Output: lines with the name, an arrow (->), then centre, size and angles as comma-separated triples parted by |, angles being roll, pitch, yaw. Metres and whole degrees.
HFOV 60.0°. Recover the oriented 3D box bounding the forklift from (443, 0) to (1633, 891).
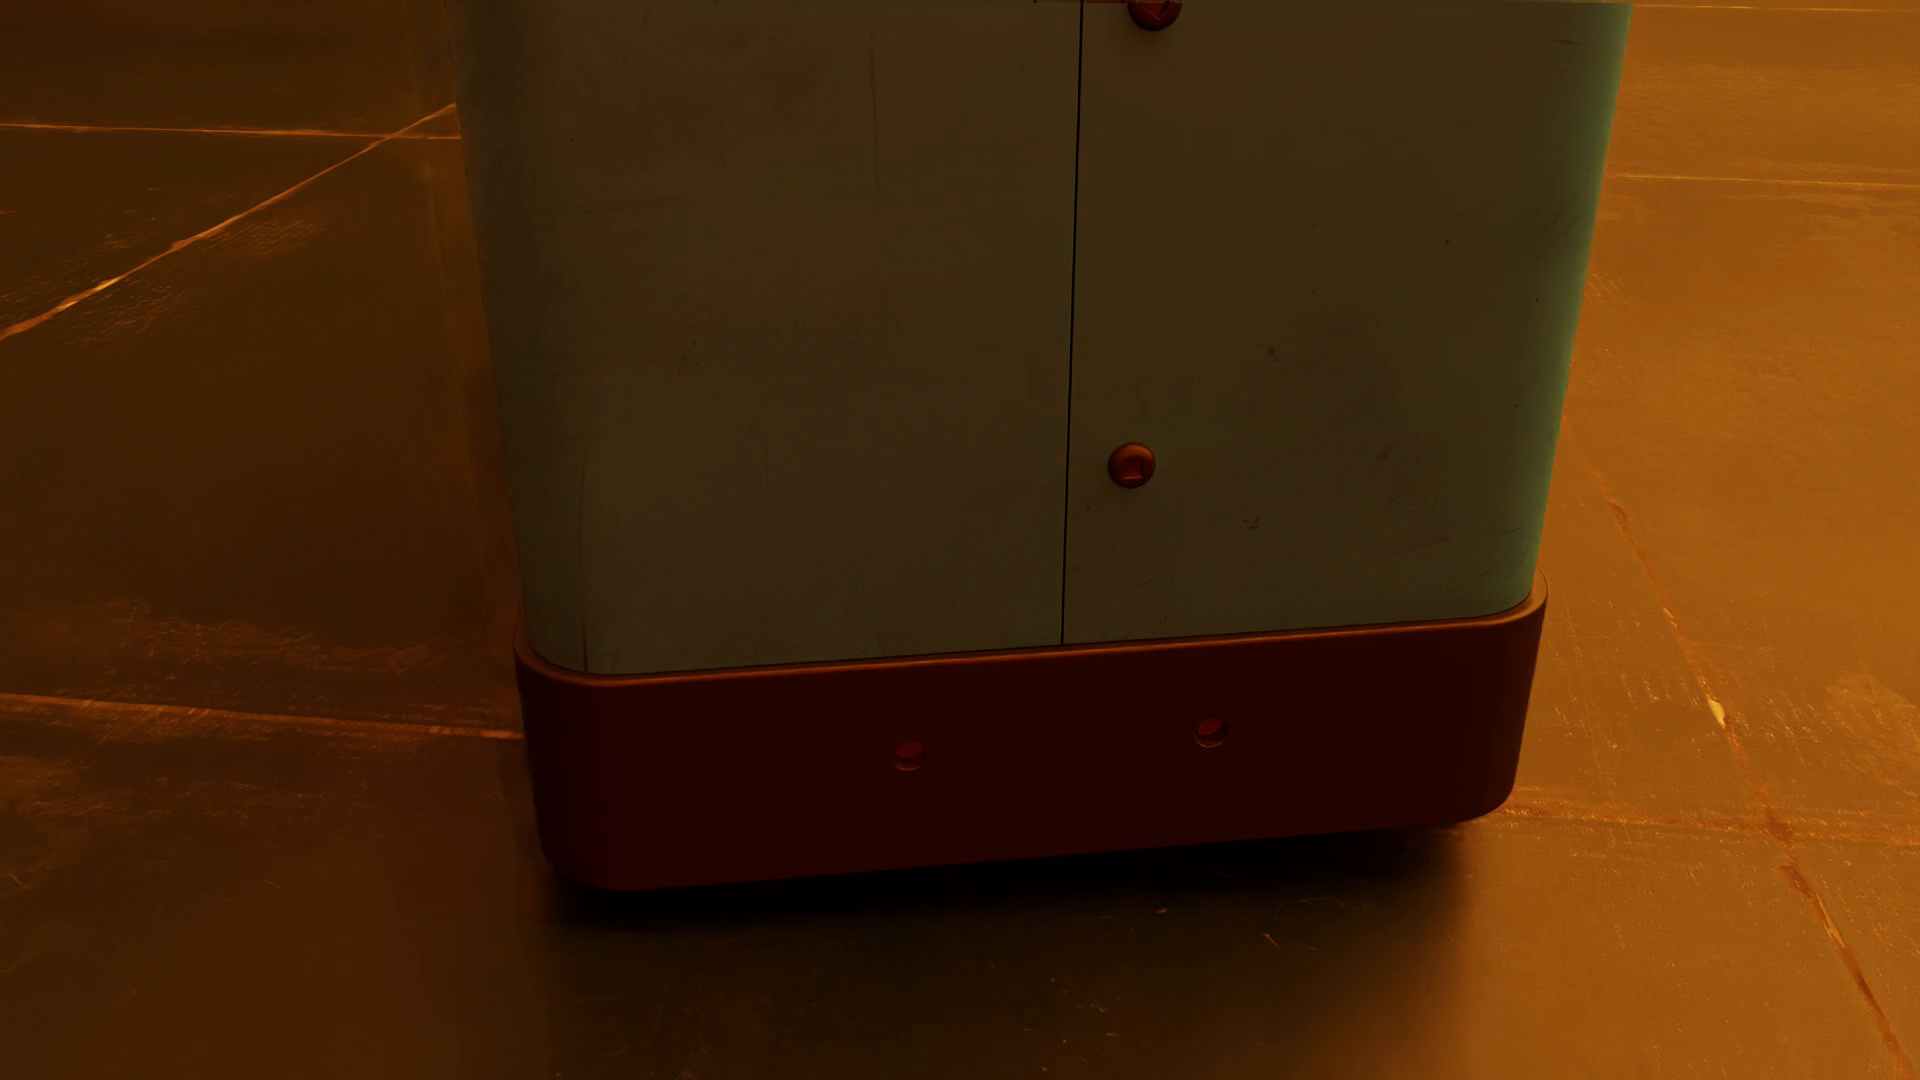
forklift -> -0.101, -1.595, 2.414 | 1.130, 2.935, 3.031 | -3, 27, -7
